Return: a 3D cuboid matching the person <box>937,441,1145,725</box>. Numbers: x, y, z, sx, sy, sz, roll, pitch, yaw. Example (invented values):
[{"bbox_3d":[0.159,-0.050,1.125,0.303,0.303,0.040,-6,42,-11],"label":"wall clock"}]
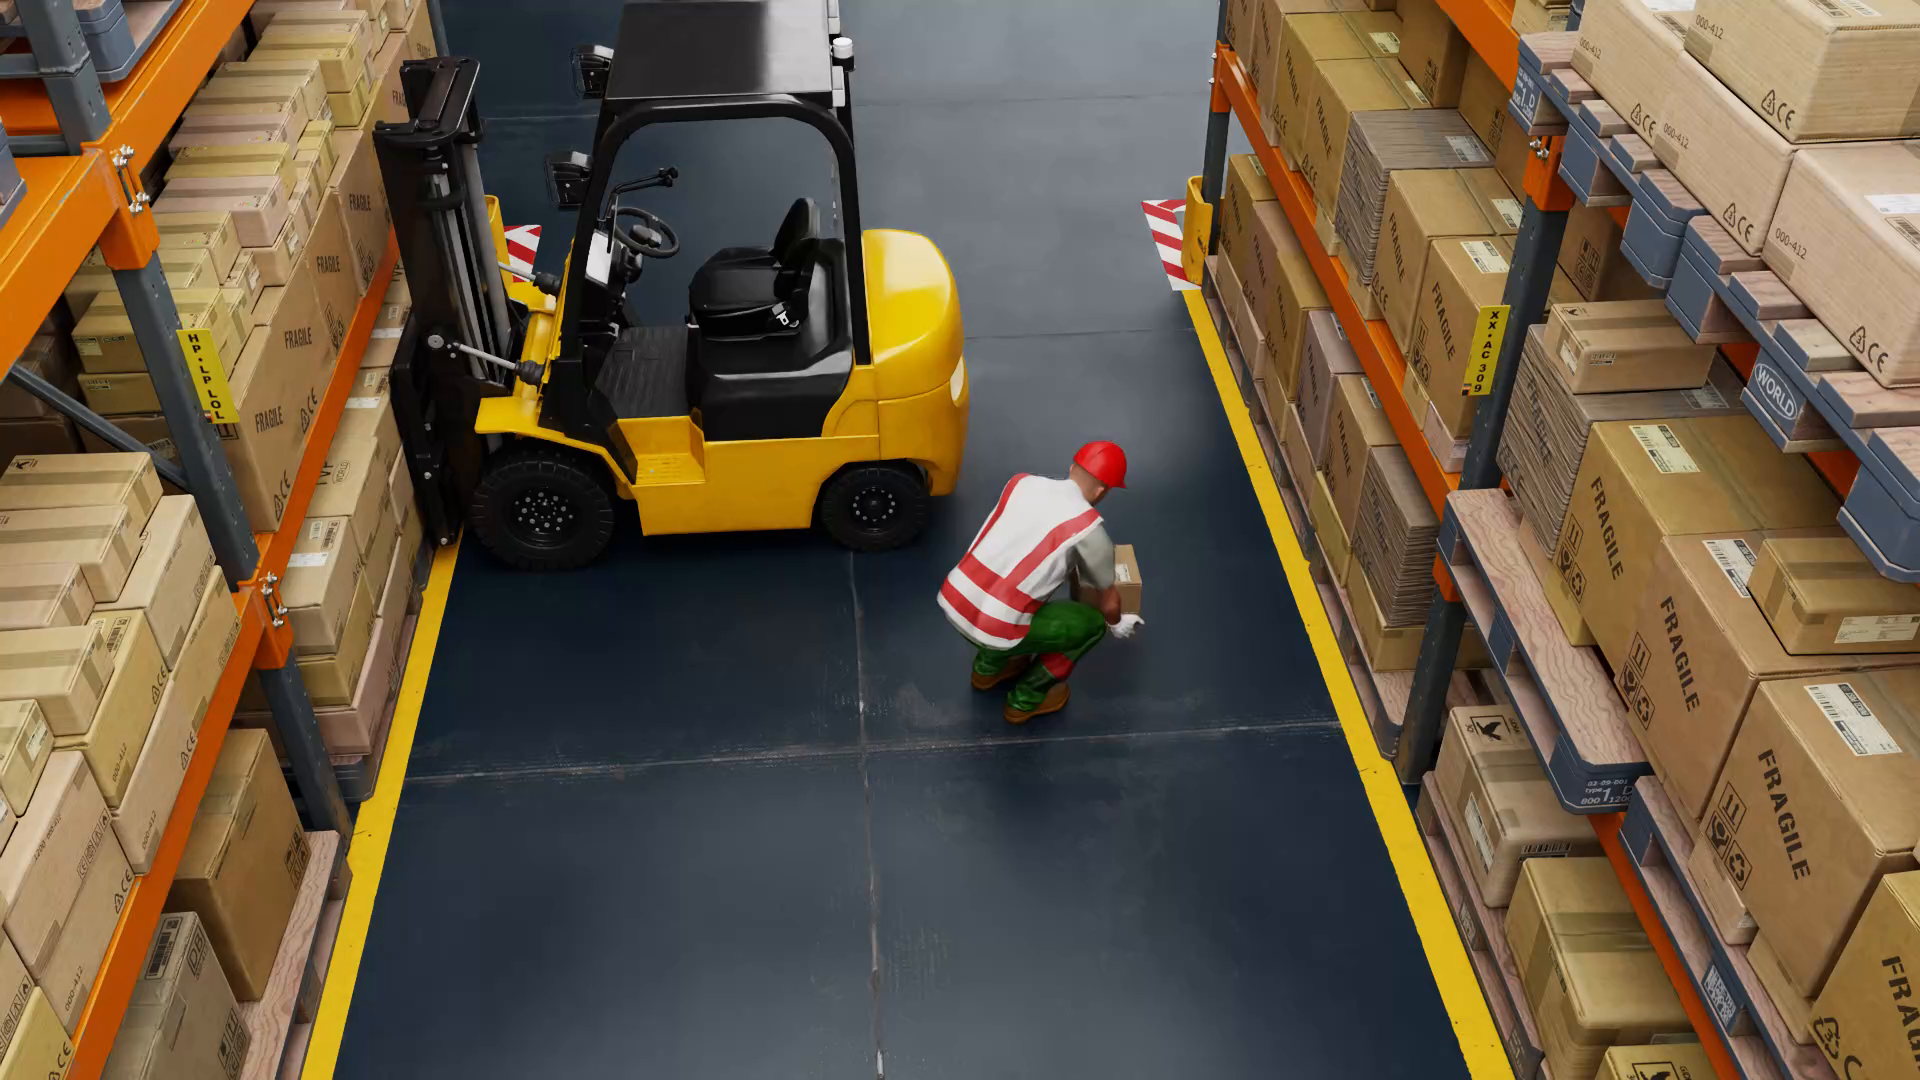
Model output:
[{"bbox_3d":[0.315,0.157,6.553,0.877,1.026,0.575,-23,44,-26],"label":"person"}]
